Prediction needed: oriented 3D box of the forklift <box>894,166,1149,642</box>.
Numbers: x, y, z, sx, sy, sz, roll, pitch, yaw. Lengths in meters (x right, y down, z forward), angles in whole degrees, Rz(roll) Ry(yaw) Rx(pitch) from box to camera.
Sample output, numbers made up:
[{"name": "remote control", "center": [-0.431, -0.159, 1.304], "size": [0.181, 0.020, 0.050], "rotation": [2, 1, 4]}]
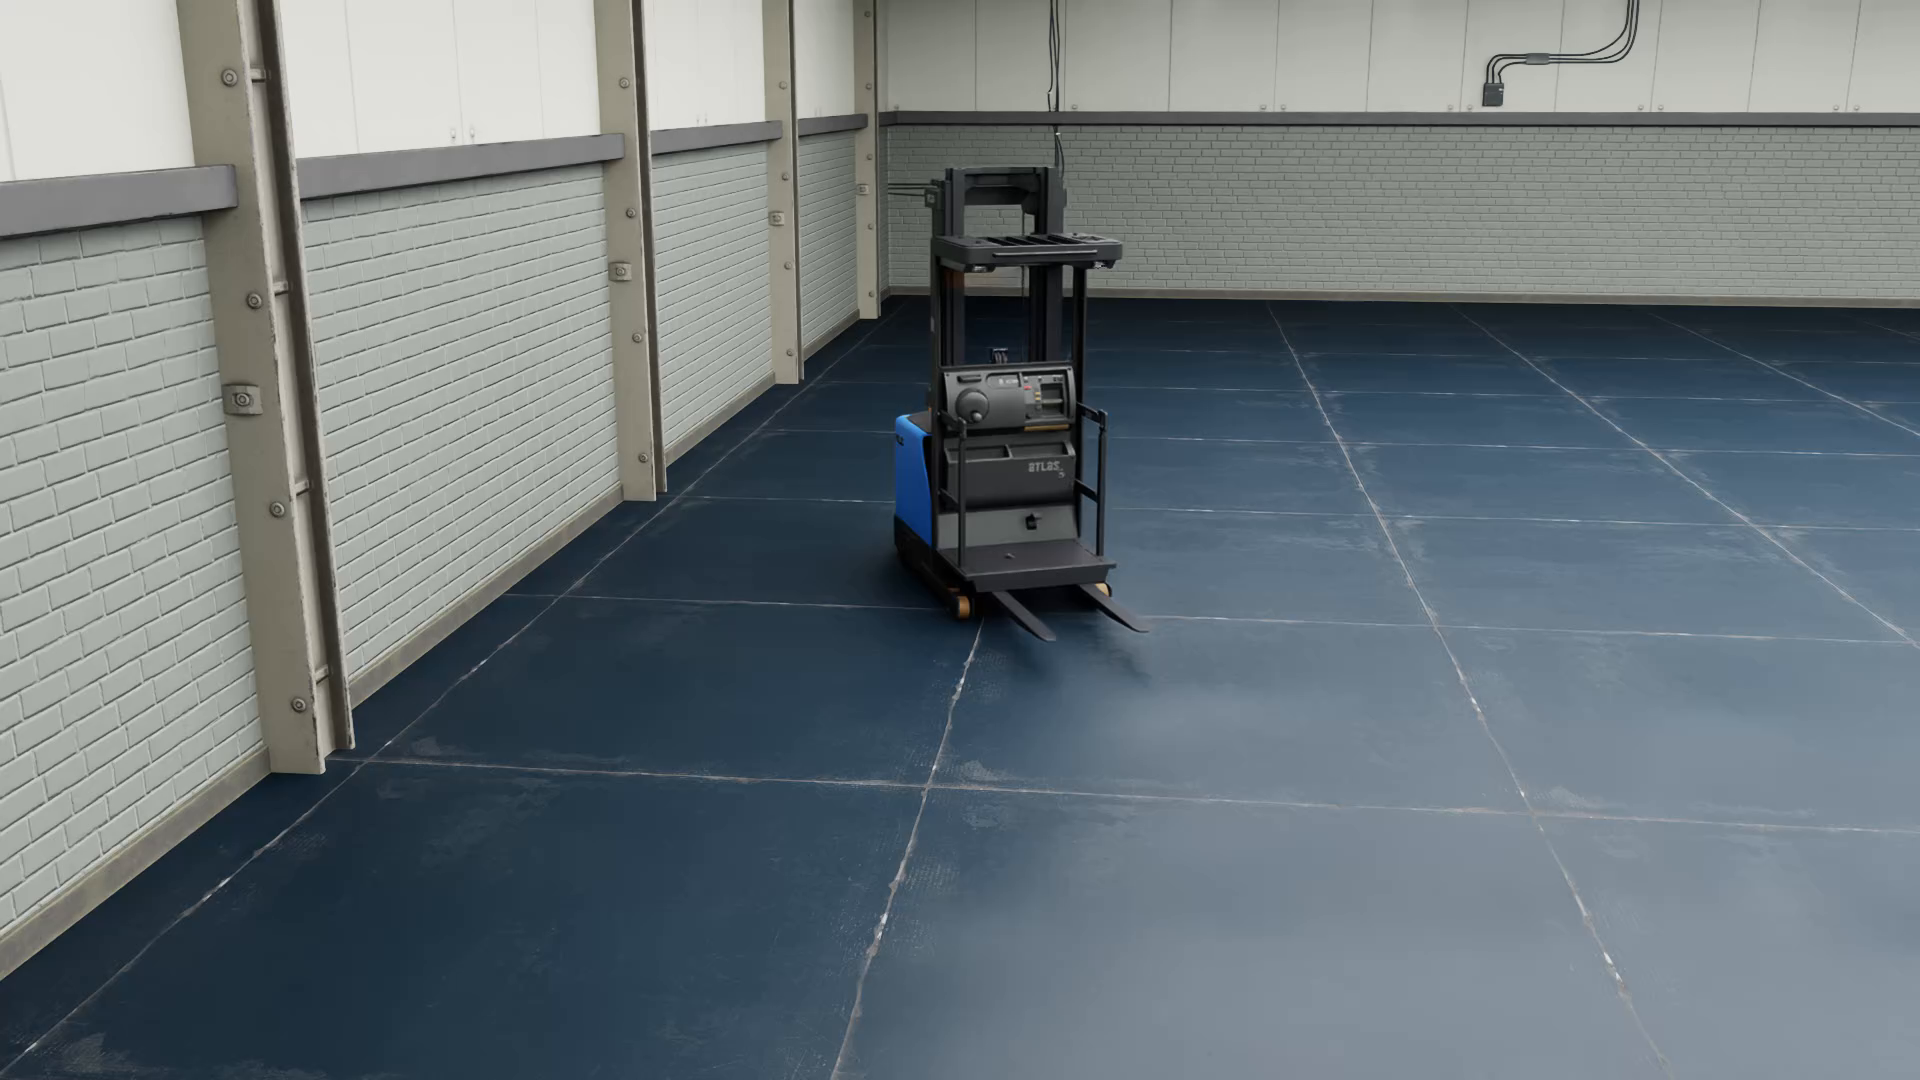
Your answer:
[{"name": "forklift", "center": [0.407, -0.994, 11.221], "size": [1.130, 2.935, 3.031], "rotation": [-4, 16, -16]}]

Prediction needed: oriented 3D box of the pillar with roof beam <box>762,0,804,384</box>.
[{"name": "pillar with roof beam", "center": [2.175, -6.166, 18.725], "size": [9.100, 9.000, 0.400], "rotation": [2, 15, 6]}]

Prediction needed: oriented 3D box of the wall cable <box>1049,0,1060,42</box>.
[{"name": "wall cable", "center": [2.909, -9.433, 27.082], "size": [3.097, 2.526, 0.112], "rotation": [2, 15, 6]}]

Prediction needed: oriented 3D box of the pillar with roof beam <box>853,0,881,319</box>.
[{"name": "pillar with roof beam", "center": [2.852, -7.722, 24.480], "size": [9.100, 9.000, 0.400], "rotation": [2, 15, 6]}]

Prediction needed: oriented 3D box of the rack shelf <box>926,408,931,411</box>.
[{"name": "rack shelf", "center": [-0.127, -0.988, 13.012], "size": [0.258, 0.148, 0.480], "rotation": [0, 15, 2]}]

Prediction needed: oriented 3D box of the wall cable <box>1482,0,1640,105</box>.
[{"name": "wall cable", "center": [9.652, -9.932, 26.137], "size": [2.305, 6.003, 0.169], "rotation": [2, 15, 6]}]

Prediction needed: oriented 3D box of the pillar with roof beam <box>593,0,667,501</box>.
[{"name": "pillar with roof beam", "center": [1.498, -4.610, 12.970], "size": [9.100, 9.000, 0.400], "rotation": [2, 15, 6]}]

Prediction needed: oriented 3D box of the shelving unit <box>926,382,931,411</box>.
[{"name": "shelving unit", "center": [-0.127, -0.609, 13.115], "size": [0.258, 1.200, 0.503], "rotation": [0, 15, 2]}]

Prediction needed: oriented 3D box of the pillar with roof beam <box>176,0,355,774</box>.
[{"name": "pillar with roof beam", "center": [0.821, -3.053, 7.215], "size": [9.100, 9.000, 0.400], "rotation": [2, 15, 6]}]

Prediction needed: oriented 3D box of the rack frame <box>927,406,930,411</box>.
[{"name": "rack frame", "center": [-0.135, -0.545, 12.880], "size": [0.240, 1.200, 0.015], "rotation": [0, 15, 2]}]

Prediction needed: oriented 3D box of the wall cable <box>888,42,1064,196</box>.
[{"name": "wall cable", "center": [0.221, -7.075, 28.036], "size": [3.097, 2.526, 0.112], "rotation": [2, 15, 6]}]
